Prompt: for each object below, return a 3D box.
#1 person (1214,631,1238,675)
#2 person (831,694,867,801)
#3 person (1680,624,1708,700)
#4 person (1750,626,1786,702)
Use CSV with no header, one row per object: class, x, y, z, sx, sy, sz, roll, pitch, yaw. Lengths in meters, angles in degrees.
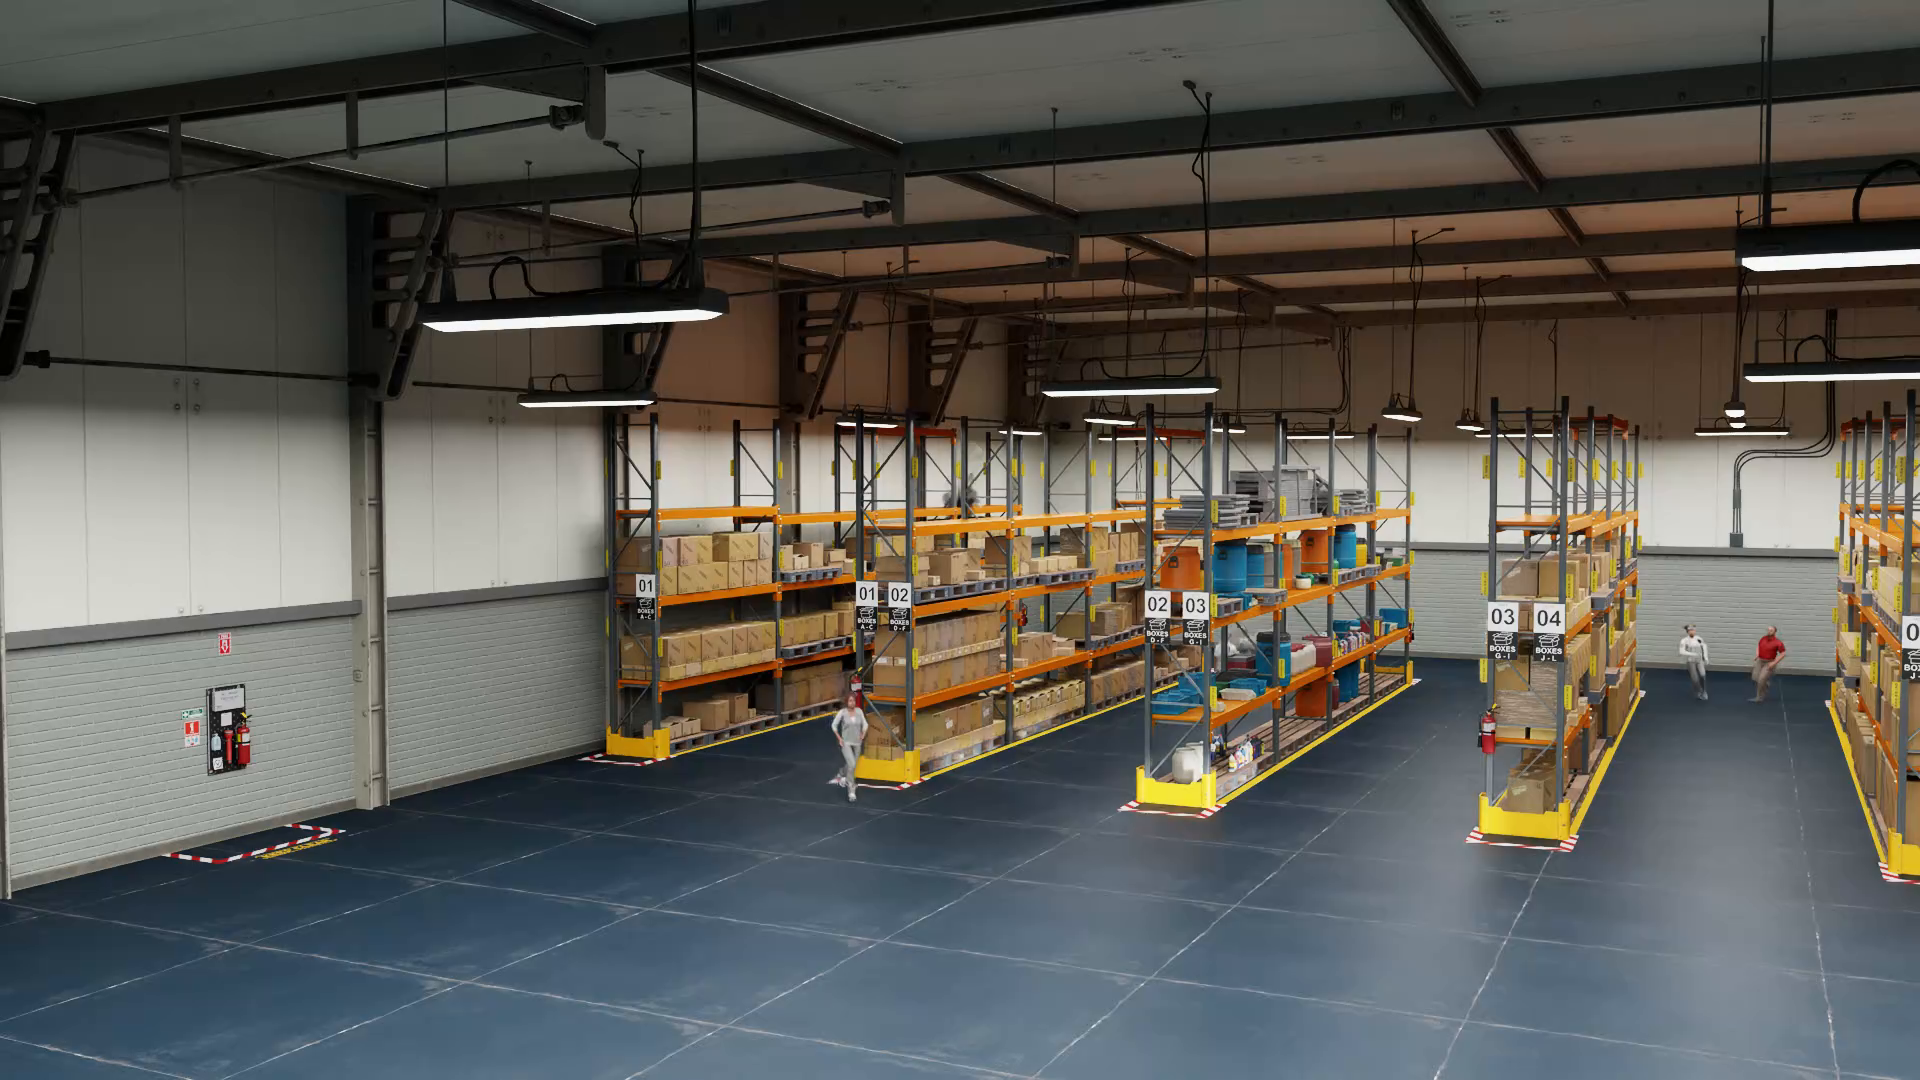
person,5.574,2.719,34.770,0.576,1.678,0.609,1,3,26
person,-1.698,3.143,25.463,0.550,1.613,0.743,-1,3,-26
person,15.944,2.640,36.119,0.609,1.637,0.643,1,2,12
person,17.425,2.675,35.800,0.565,1.652,0.708,-1,3,-28
